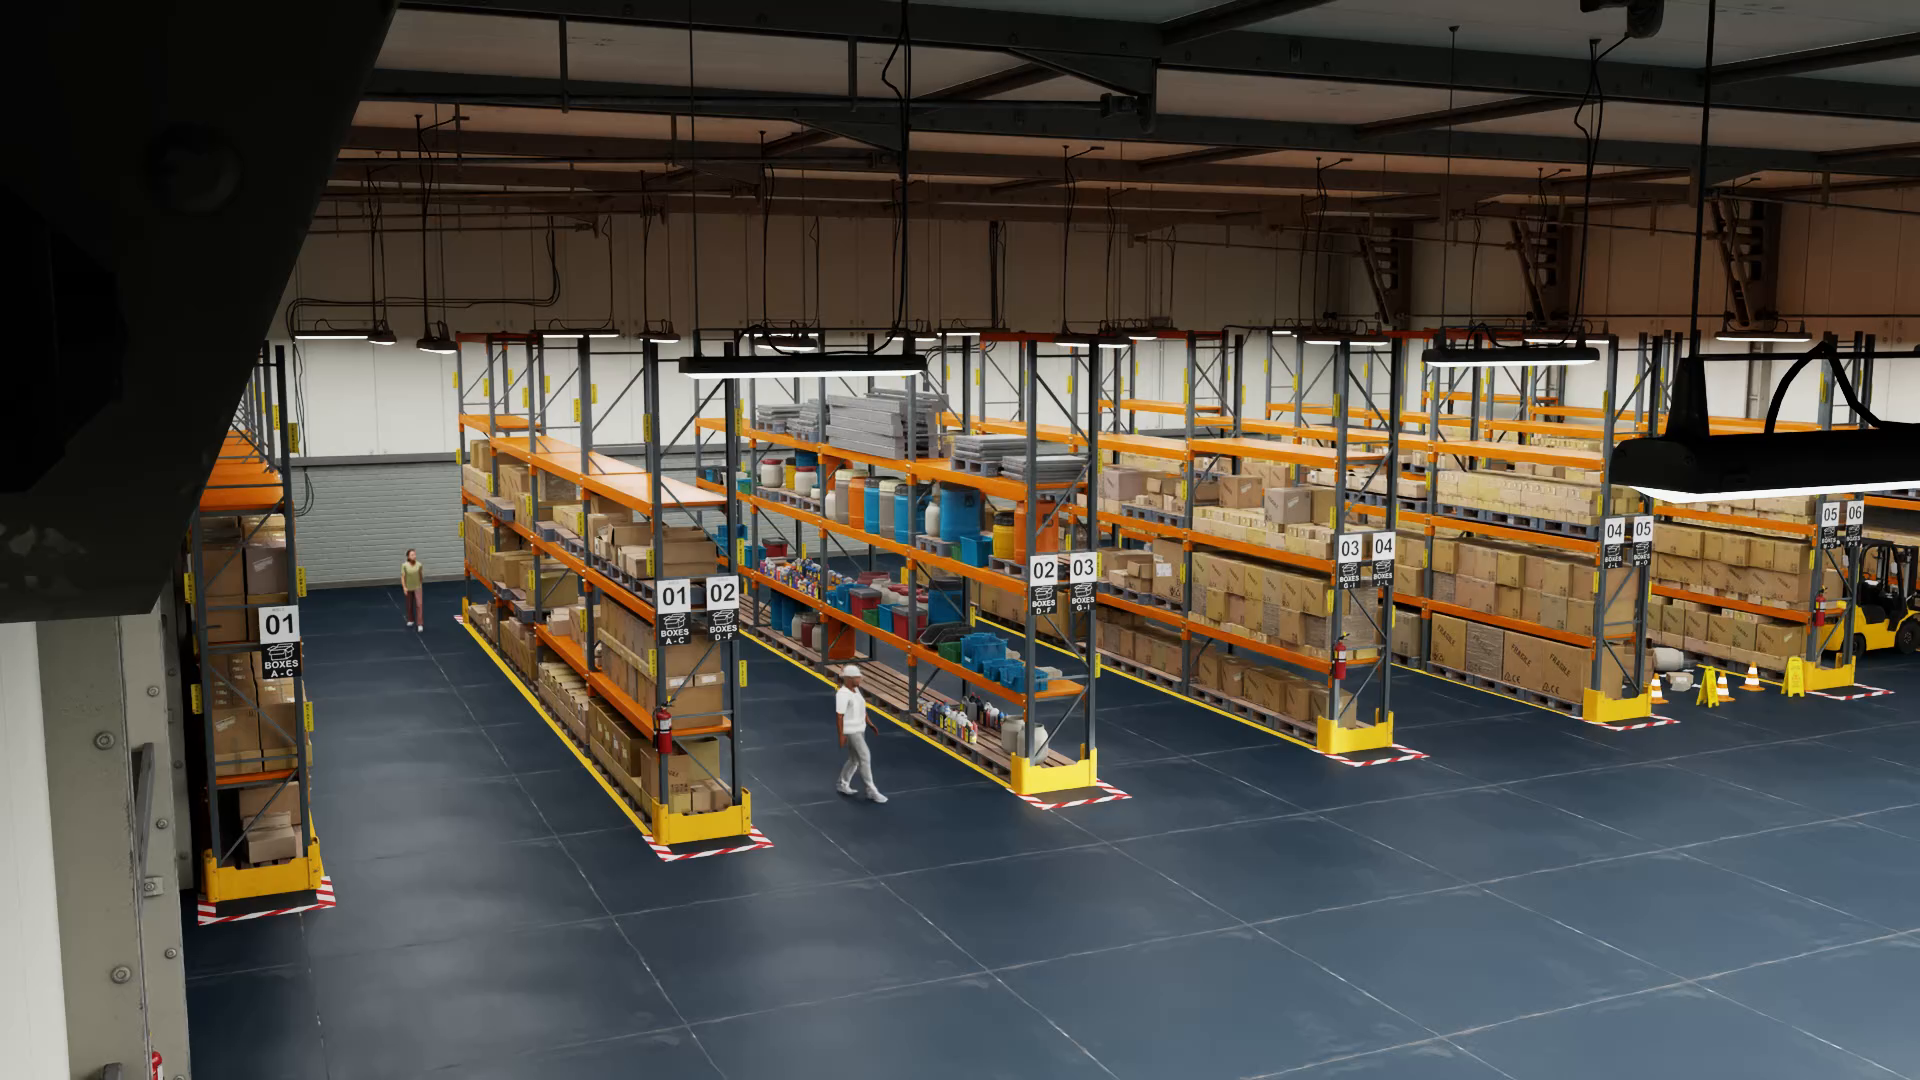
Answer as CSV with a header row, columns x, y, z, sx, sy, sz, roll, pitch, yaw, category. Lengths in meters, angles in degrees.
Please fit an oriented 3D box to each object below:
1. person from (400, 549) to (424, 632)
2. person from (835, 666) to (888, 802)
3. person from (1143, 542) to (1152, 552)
x,y,z,sx,sy,sz,roll,pitch,yaw,category
-11.027,0.987,33.478,0.430,1.606,1.020,-3,8,-18,person
-1.290,2.536,21.943,0.796,1.764,0.599,2,8,14,person
4.793,-0.207,41.932,0.974,1.724,0.489,0,8,0,person
